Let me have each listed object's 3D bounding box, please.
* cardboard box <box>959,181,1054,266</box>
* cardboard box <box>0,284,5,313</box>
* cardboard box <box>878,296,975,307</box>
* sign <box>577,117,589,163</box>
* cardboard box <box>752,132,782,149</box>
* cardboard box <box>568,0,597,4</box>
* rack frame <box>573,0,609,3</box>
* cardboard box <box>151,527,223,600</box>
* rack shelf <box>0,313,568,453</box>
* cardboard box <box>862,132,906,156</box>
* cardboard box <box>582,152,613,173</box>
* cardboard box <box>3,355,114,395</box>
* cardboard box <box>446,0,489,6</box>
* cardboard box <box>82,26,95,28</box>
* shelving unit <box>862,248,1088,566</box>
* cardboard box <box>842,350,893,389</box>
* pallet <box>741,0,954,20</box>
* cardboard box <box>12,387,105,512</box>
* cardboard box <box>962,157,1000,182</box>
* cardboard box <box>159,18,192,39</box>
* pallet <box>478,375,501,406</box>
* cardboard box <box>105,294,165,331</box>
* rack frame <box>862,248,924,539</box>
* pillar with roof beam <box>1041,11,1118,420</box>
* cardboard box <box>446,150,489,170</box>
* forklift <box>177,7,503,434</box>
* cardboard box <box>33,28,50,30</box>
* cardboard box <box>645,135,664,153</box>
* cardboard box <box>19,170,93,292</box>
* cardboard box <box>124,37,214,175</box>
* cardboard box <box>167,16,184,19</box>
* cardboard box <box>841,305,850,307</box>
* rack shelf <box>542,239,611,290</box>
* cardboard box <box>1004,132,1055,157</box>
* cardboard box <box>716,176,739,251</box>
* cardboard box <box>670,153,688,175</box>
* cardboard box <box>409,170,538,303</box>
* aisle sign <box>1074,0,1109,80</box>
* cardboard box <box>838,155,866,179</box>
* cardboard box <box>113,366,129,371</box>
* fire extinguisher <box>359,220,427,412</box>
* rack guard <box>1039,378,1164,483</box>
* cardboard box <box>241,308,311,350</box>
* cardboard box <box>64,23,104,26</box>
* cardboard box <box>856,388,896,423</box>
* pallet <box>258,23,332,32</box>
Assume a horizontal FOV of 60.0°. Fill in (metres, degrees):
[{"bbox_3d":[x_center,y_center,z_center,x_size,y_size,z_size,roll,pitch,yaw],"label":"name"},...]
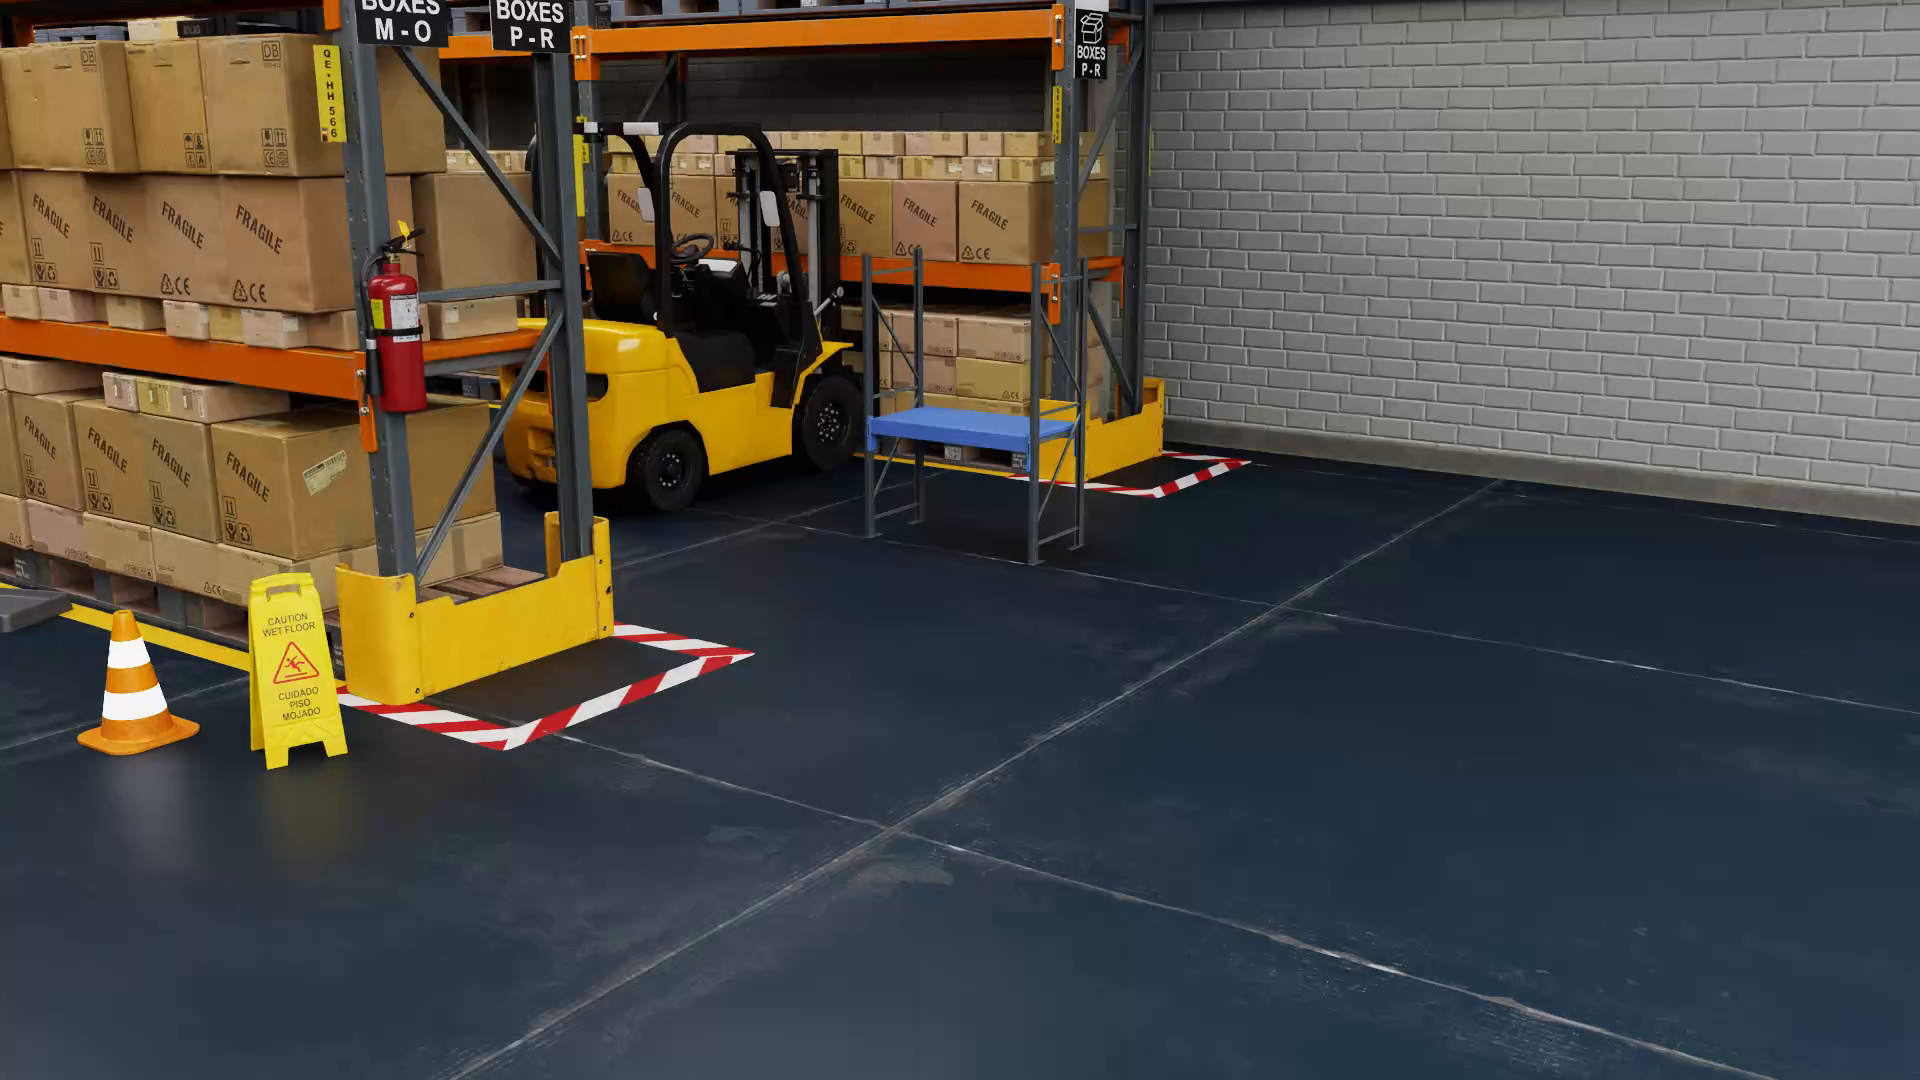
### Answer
[{"bbox_3d":[0.336,-2.005,10.473,0.500,0.500,0.500,9,16,32],"label":"cardboard box"},{"bbox_3d":[-4.213,-1.138,7.702,0.250,0.149,0.380,9,17,33],"label":"cardboard box"},{"bbox_3d":[-0.228,-1.535,11.550,0.500,0.250,0.500,9,17,32],"label":"cardboard box"},{"bbox_3d":[-2.723,-2.894,12.025,0.005,0.325,0.100,9,17,33],"label":"sign"},{"bbox_3d":[-1.216,-2.728,11.425,0.250,0.149,0.380,9,17,33],"label":"cardboard box"},{"bbox_3d":[-3.023,-4.219,12.822,0.250,0.149,0.380,9,17,33],"label":"cardboard box"},{"bbox_3d":[-2.428,-5.392,11.876,0.127,3.000,1.000,9,17,33],"label":"rack frame"},{"bbox_3d":[-3.123,0.052,7.218,0.500,0.250,0.500,9,17,33],"label":"cardboard box"},{"bbox_3d":[-3.536,-0.872,7.600,4.000,0.370,1.077,9,17,33],"label":"rack shelf"},{"bbox_3d":[-0.421,-2.574,10.803,0.250,0.149,0.380,10,17,34],"label":"cardboard box"},{"bbox_3d":[-2.836,-2.844,12.513,0.250,0.149,0.380,10,17,35],"label":"cardboard box"},{"bbox_3d":[-4.134,-0.771,7.635,0.250,0.149,0.380,10,17,36],"label":"cardboard box"},{"bbox_3d":[-3.802,-4.296,12.796,0.500,0.311,0.500,9,16,31],"label":"cardboard box"},{"bbox_3d":[-8.332,-5.050,16.180,0.250,0.149,0.380,9,16,31],"label":"cardboard box"},{"bbox_3d":[0.071,-0.717,8.597,1.048,1.500,0.538,9,17,33],"label":"shelving unit"},{"bbox_3d":[-0.538,-1.192,11.205,0.500,0.250,0.500,9,16,32],"label":"cardboard box"},{"bbox_3d":[-0.698,-3.620,11.144,1.213,0.211,1.003,9,17,33],"label":"pallet"},{"bbox_3d":[-3.976,-0.450,7.687,0.500,0.500,0.500,10,17,36],"label":"cardboard box"},{"bbox_3d":[0.218,-2.325,10.416,0.250,0.149,0.380,9,17,34],"label":"cardboard box"},{"bbox_3d":[-6.726,-4.487,14.775,0.500,0.250,0.500,9,17,33],"label":"cardboard box"},{"bbox_3d":[-3.061,-1.217,13.299,1.213,0.211,1.003,9,17,33],"label":"pallet"},{"bbox_3d":[-3.406,-0.996,7.127,0.250,0.149,0.380,9,17,32],"label":"cardboard box"},{"bbox_3d":[-0.351,-0.785,8.872,0.032,1.500,0.500,9,17,33],"label":"rack frame"},{"bbox_3d":[-1.587,-4.270,7.345,0.400,9.000,9.100,9,17,33],"label":"pillar with roof beam"},{"bbox_3d":[-3.912,-3.010,13.181,0.250,0.149,0.380,9,17,33],"label":"cardboard box"},{"bbox_3d":[-4.151,-2.034,10.940,3.031,2.935,1.130,9,16,32],"label":"forklift"},{"bbox_3d":[-9.041,-5.019,16.056,0.250,0.149,0.380,9,17,34],"label":"cardboard box"},{"bbox_3d":[-2.052,-2.872,12.005,0.250,0.149,0.380,9,17,34],"label":"cardboard box"},{"bbox_3d":[-3.717,-1.371,7.293,0.500,0.500,0.500,9,17,33],"label":"cardboard box"},{"bbox_3d":[-2.838,-1.725,6.643,0.500,0.500,0.700,9,17,33],"label":"cardboard box"},{"bbox_3d":[-6.814,-4.696,14.790,0.250,0.149,0.380,9,17,33],"label":"cardboard box"},{"bbox_3d":[-0.933,-1.499,11.406,0.500,0.250,0.500,9,16,32],"label":"cardboard box"},{"bbox_3d":[-4.088,-2.398,13.767,4.000,0.370,1.077,9,17,33],"label":"rack shelf"},{"bbox_3d":[0.476,-2.457,10.328,0.250,0.149,0.380,9,17,33],"label":"cardboard box"},{"bbox_3d":[-1.344,-2.282,11.592,0.500,0.500,0.500,9,17,32],"label":"cardboard box"},{"bbox_3d":[-1.863,-2.684,11.864,0.250,0.149,0.380,9,17,33],"label":"cardboard box"},{"bbox_3d":[-2.115,-1.265,6.862,0.500,0.500,0.500,9,16,32],"label":"cardboard box"},{"bbox_3d":[0.781,-3.138,9.845,0.004,0.787,0.394,9,17,33],"label":"aisle sign"},{"bbox_3d":[-0.631,-2.464,10.977,0.250,0.149,0.380,9,17,33],"label":"cardboard box"},{"bbox_3d":[-4.132,-0.629,8.408,0.500,0.500,0.500,10,17,34],"label":"cardboard box"},{"bbox_3d":[-2.039,-0.808,6.006,0.183,0.674,0.296,9,17,33],"label":"fire extinguisher"},{"bbox_3d":[0.911,-0.726,10.717,0.348,0.500,1.175,9,17,33],"label":"rack guard"},{"bbox_3d":[-2.578,-0.850,6.538,0.250,0.149,0.380,9,16,32],"label":"cardboard box"},{"bbox_3d":[-8.192,-4.883,15.504,0.250,0.149,0.380,9,16,32],"label":"cardboard box"},{"bbox_3d":[-0.493,-0.950,11.265,0.500,0.250,0.500,9,17,33],"label":"cardboard box"},{"bbox_3d":[-5.134,-4.307,14.130,1.003,0.211,1.213,10,17,35],"label":"pallet"}]
